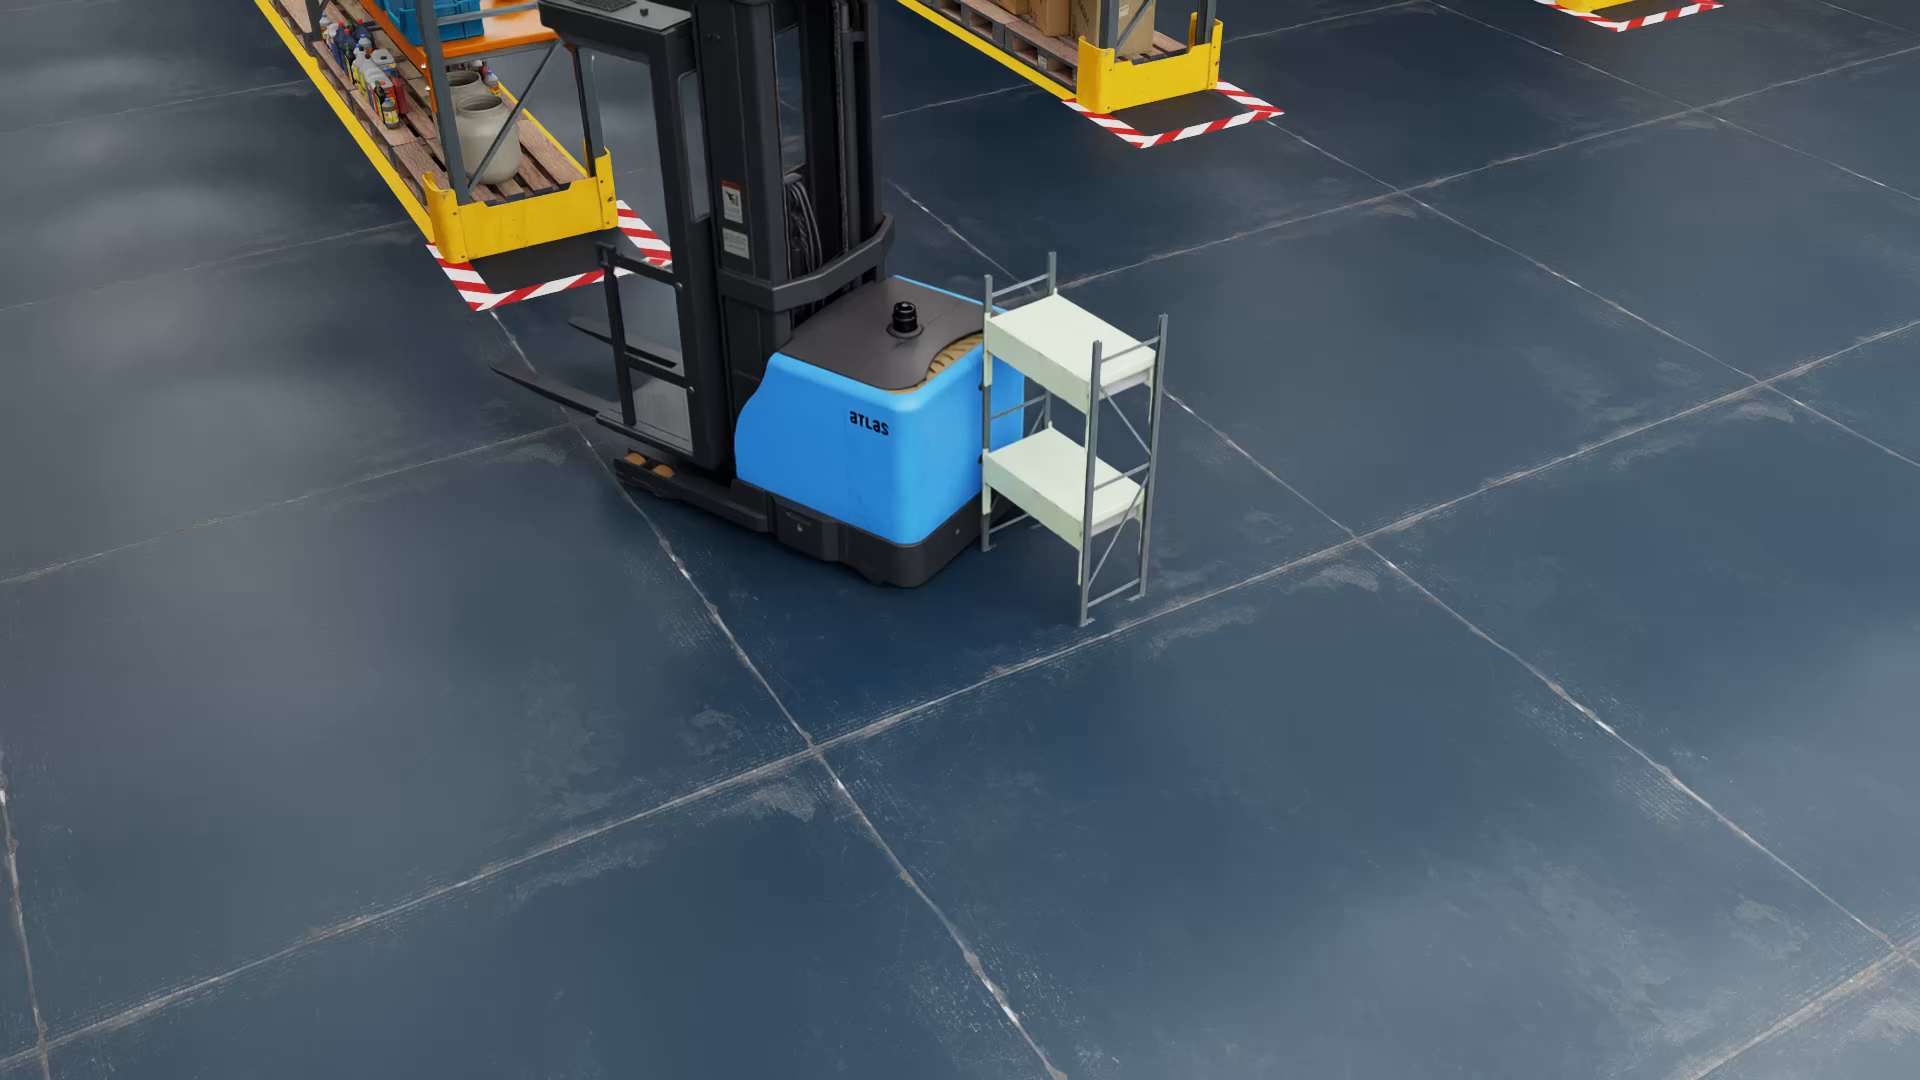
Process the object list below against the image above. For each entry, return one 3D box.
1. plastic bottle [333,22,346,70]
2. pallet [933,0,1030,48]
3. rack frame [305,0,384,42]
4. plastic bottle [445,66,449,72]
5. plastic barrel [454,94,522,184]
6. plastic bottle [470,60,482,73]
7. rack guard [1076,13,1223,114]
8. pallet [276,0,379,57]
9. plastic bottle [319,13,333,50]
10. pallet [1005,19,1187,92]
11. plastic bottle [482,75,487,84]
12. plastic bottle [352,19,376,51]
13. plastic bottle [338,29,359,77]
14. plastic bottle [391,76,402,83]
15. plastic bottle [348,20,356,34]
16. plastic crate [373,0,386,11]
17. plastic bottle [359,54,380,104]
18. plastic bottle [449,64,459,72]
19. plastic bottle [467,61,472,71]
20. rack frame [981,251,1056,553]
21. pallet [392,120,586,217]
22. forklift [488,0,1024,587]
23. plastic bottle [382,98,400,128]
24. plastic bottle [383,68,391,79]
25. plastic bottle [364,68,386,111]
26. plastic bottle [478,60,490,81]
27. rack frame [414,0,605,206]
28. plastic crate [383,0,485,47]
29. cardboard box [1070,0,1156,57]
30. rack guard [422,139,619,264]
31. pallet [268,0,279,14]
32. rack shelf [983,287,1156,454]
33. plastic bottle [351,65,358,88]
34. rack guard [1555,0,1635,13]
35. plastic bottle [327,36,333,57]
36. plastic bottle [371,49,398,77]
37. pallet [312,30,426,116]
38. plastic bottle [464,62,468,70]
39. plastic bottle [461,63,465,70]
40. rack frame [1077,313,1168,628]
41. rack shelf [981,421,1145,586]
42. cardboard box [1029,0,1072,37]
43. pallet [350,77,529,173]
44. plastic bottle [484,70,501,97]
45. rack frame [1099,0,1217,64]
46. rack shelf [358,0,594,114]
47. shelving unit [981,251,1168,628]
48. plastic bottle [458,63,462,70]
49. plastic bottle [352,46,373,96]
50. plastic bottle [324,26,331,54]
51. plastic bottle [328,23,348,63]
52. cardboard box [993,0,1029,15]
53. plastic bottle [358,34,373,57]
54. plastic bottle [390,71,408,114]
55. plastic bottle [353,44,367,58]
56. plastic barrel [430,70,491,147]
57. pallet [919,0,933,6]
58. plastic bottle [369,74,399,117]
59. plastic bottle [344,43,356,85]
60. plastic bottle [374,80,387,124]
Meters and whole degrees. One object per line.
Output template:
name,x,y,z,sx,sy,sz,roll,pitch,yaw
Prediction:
plastic bottle,-4.739,-3.819,12.809,0.144,0.351,0.185,-18,40,-23
pallet,0.482,-4.632,14.414,1.003,0.211,1.213,-19,40,-24
rack frame,-4.785,-5.246,12.889,1.000,3.000,0.127,-19,40,-24
plastic bottle,-3.968,-3.705,12.710,0.061,0.283,0.133,-19,40,-24
plastic barrel,-3.173,-2.684,11.135,0.421,0.512,0.421,0,36,0
plastic bottle,-3.589,-3.473,12.403,0.097,0.271,0.097,0,36,0
rack guard,1.468,-3.703,12.896,1.175,0.500,0.348,-19,40,-24
pallet,-5.214,-4.509,14.244,1.003,0.211,1.213,-19,40,-24
plastic bottle,-5.004,-4.029,13.164,0.097,0.271,0.097,0,36,0
pallet,1.091,-4.011,13.563,1.003,0.211,1.213,-19,40,-24
plastic bottle,-3.469,-3.323,12.256,0.097,0.201,0.097,0,36,0
plastic bottle,-4.614,-3.862,12.867,0.144,0.351,0.185,-19,40,-24
plastic bottle,-4.644,-3.723,12.677,0.144,0.351,0.185,-21,41,-26
plastic bottle,-4.152,-3.314,12.244,0.097,0.201,0.097,0,36,0
plastic bottle,-4.727,-3.909,12.989,0.061,0.283,0.133,-19,40,-24
plastic crate,-3.607,-3.645,10.824,0.499,0.251,0.408,-19,40,-24
plastic bottle,-4.337,-3.411,12.250,0.144,0.351,0.185,-17,40,-22
plastic bottle,-3.876,-3.734,12.755,0.152,0.276,0.135,-18,40,-23
plastic bottle,-3.640,-3.524,12.473,0.097,0.271,0.097,0,36,0
rack frame,0.268,-0.618,7.825,0.400,1.500,0.023,-24,43,-29
pallet,-3.258,-2.520,11.522,1.003,0.211,1.213,-19,40,-24
forklift,-1.178,-1.636,8.005,3.031,2.935,1.130,22,41,27
plastic bottle,-4.078,-3.060,11.896,0.097,0.201,0.097,0,36,0
plastic bottle,-4.254,-3.409,12.374,0.097,0.201,0.097,0,36,0
plastic bottle,-4.250,-3.298,12.158,0.152,0.276,0.135,-20,41,-25
plastic bottle,-3.515,-3.424,12.325,0.061,0.283,0.133,-18,40,-23
rack frame,-2.776,-3.206,10.096,1.000,3.000,0.127,-19,40,-24
plastic crate,-3.286,-3.312,10.368,0.499,0.251,0.616,-19,40,-24
cardboard box,1.207,-4.157,13.162,0.500,0.500,0.500,-12,38,-16
rack guard,-2.855,-2.221,10.867,1.175,0.500,0.348,-19,40,-24
pallet,-5.831,-5.131,15.097,1.003,0.211,1.213,-19,40,-24
rack shelf,0.489,-0.761,7.359,0.431,0.370,0.720,-24,43,-29
plastic bottle,-4.522,-3.511,12.514,0.097,0.201,0.097,0,36,0
rack guard,5.858,-5.070,14.768,1.175,0.500,0.348,-19,40,-24
plastic bottle,-4.902,-3.897,13.042,0.097,0.201,0.097,0,36,0
plastic bottle,-4.315,-3.533,12.480,0.152,0.276,0.135,-19,40,-24
pallet,-4.484,-3.765,13.226,1.003,0.211,1.213,-19,40,-24
plastic bottle,-3.690,-3.547,12.562,0.097,0.201,0.097,0,36,0
plastic bottle,-3.742,-3.628,12.614,0.097,0.271,0.097,0,36,0
rack frame,0.710,-0.274,7.354,0.400,1.500,0.023,-24,43,-29
rack shelf,0.489,-0.183,7.781,0.431,0.370,0.720,-24,43,-29
cardboard box,0.877,-4.452,13.565,0.500,0.500,0.500,-9,37,-12
pallet,-3.867,-3.142,12.373,1.003,0.211,1.213,-19,40,-24
plastic bottle,-3.417,-3.299,12.163,0.097,0.271,0.097,0,36,0
rack frame,1.507,-4.674,12.106,1.000,3.000,0.127,-19,40,-24
rack shelf,-3.781,-3.935,11.705,1.077,0.370,4.000,-19,40,-24
shelving unit,0.489,-0.446,7.589,0.431,1.500,0.755,-24,43,-29
plastic bottle,-3.793,-3.652,12.706,0.097,0.201,0.097,0,36,0
plastic bottle,-4.430,-3.506,12.380,0.144,0.351,0.185,-19,40,-24
plastic bottle,-4.953,-3.949,13.113,0.097,0.201,0.097,0,36,0
plastic bottle,-4.818,-3.874,12.948,0.152,0.276,0.135,-17,40,-22
cardboard box,0.579,-4.777,14.010,0.500,0.500,0.500,-15,39,-20
plastic bottle,-4.561,-3.749,12.780,0.097,0.271,0.097,0,36,0
plastic bottle,-4.089,-3.262,12.103,0.061,0.283,0.133,-19,40,-24
plastic bottle,-4.538,-3.627,12.613,0.097,0.271,0.097,0,36,0
plastic barrel,-3.424,-2.939,11.485,0.421,0.512,0.421,0,36,0
pallet,-0.135,-5.255,15.266,1.003,0.211,1.213,-19,40,-24
plastic bottle,-4.181,-3.227,12.061,0.152,0.276,0.135,-19,40,-24
plastic bottle,-4.597,-3.599,12.564,0.061,0.283,0.133,-17,39,-22
plastic bottle,-4.152,-3.147,11.946,0.061,0.283,0.133,-18,40,-23
